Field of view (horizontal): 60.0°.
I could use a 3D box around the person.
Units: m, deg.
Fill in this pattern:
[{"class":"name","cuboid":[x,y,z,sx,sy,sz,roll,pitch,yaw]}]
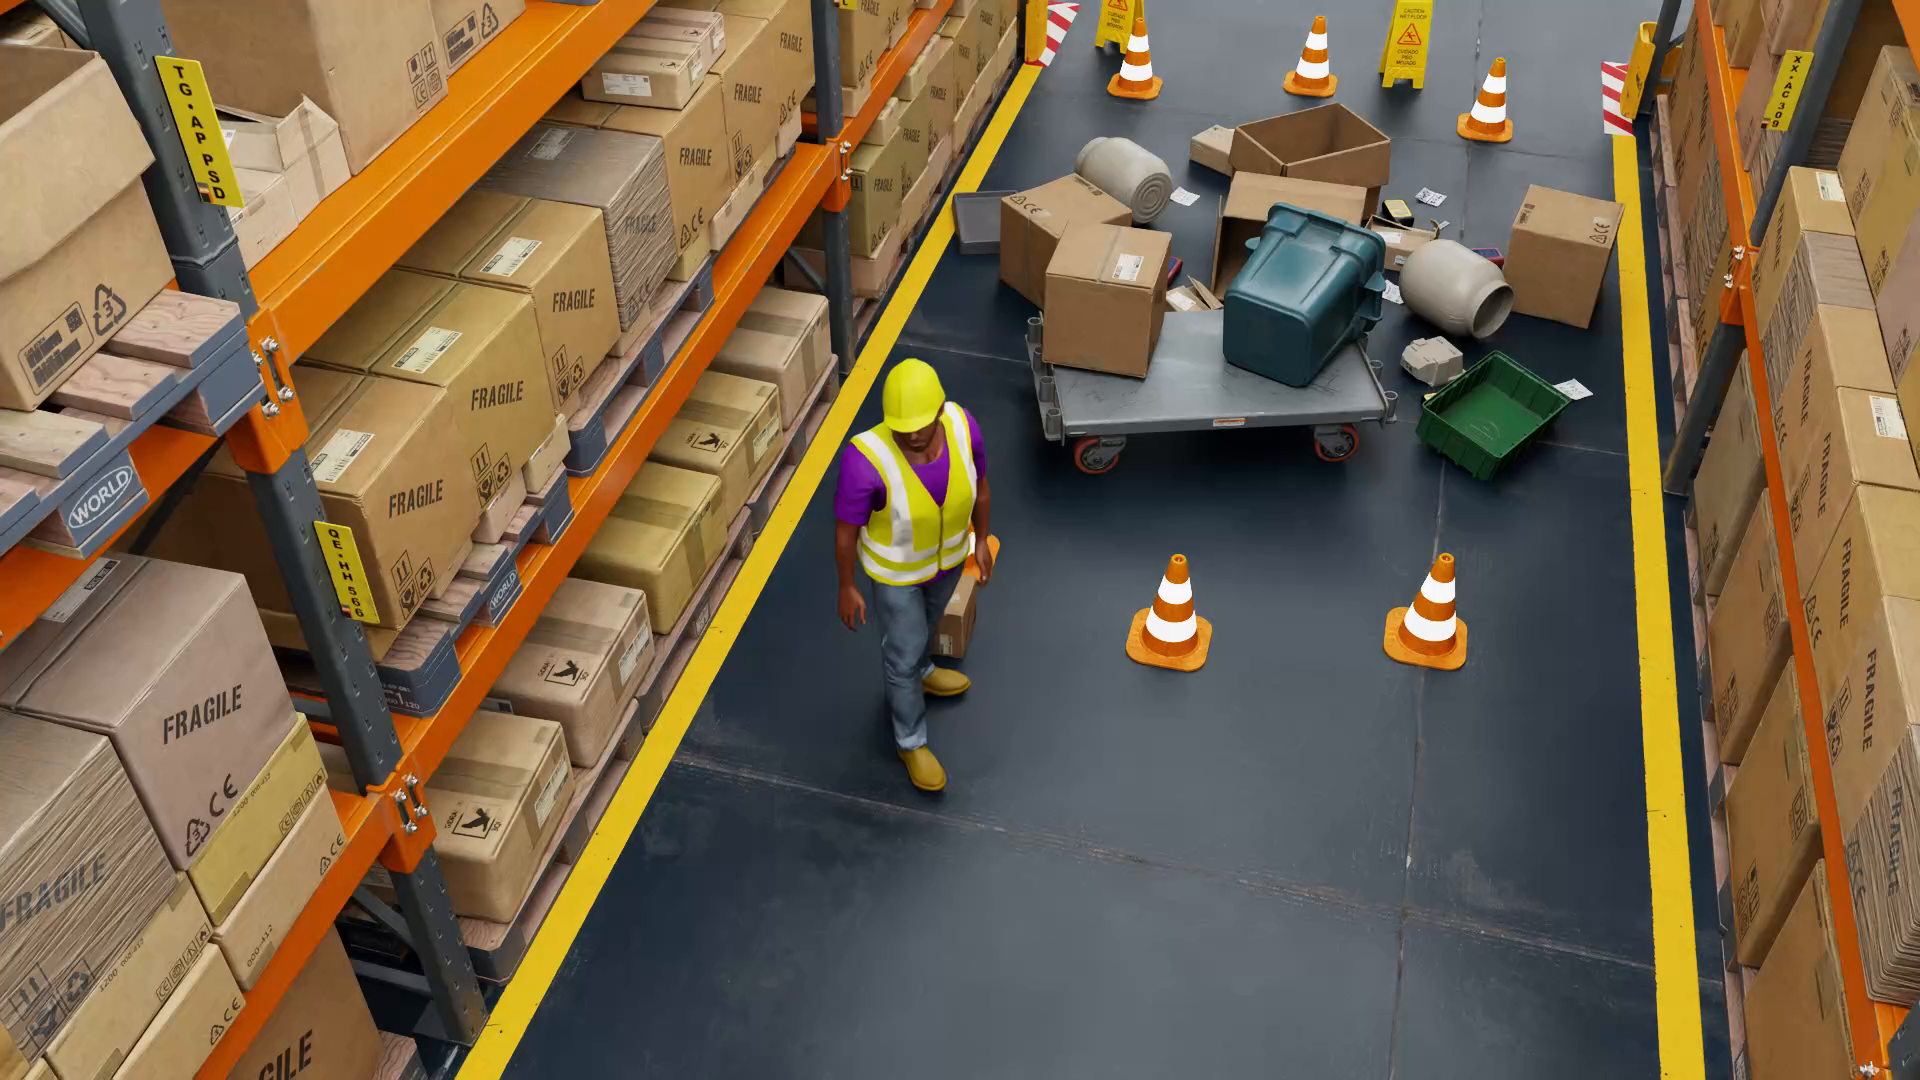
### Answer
[{"class":"person","cuboid":[-0.147,0.097,6.007,0.629,1.766,0.616,-27,48,-28]}]
